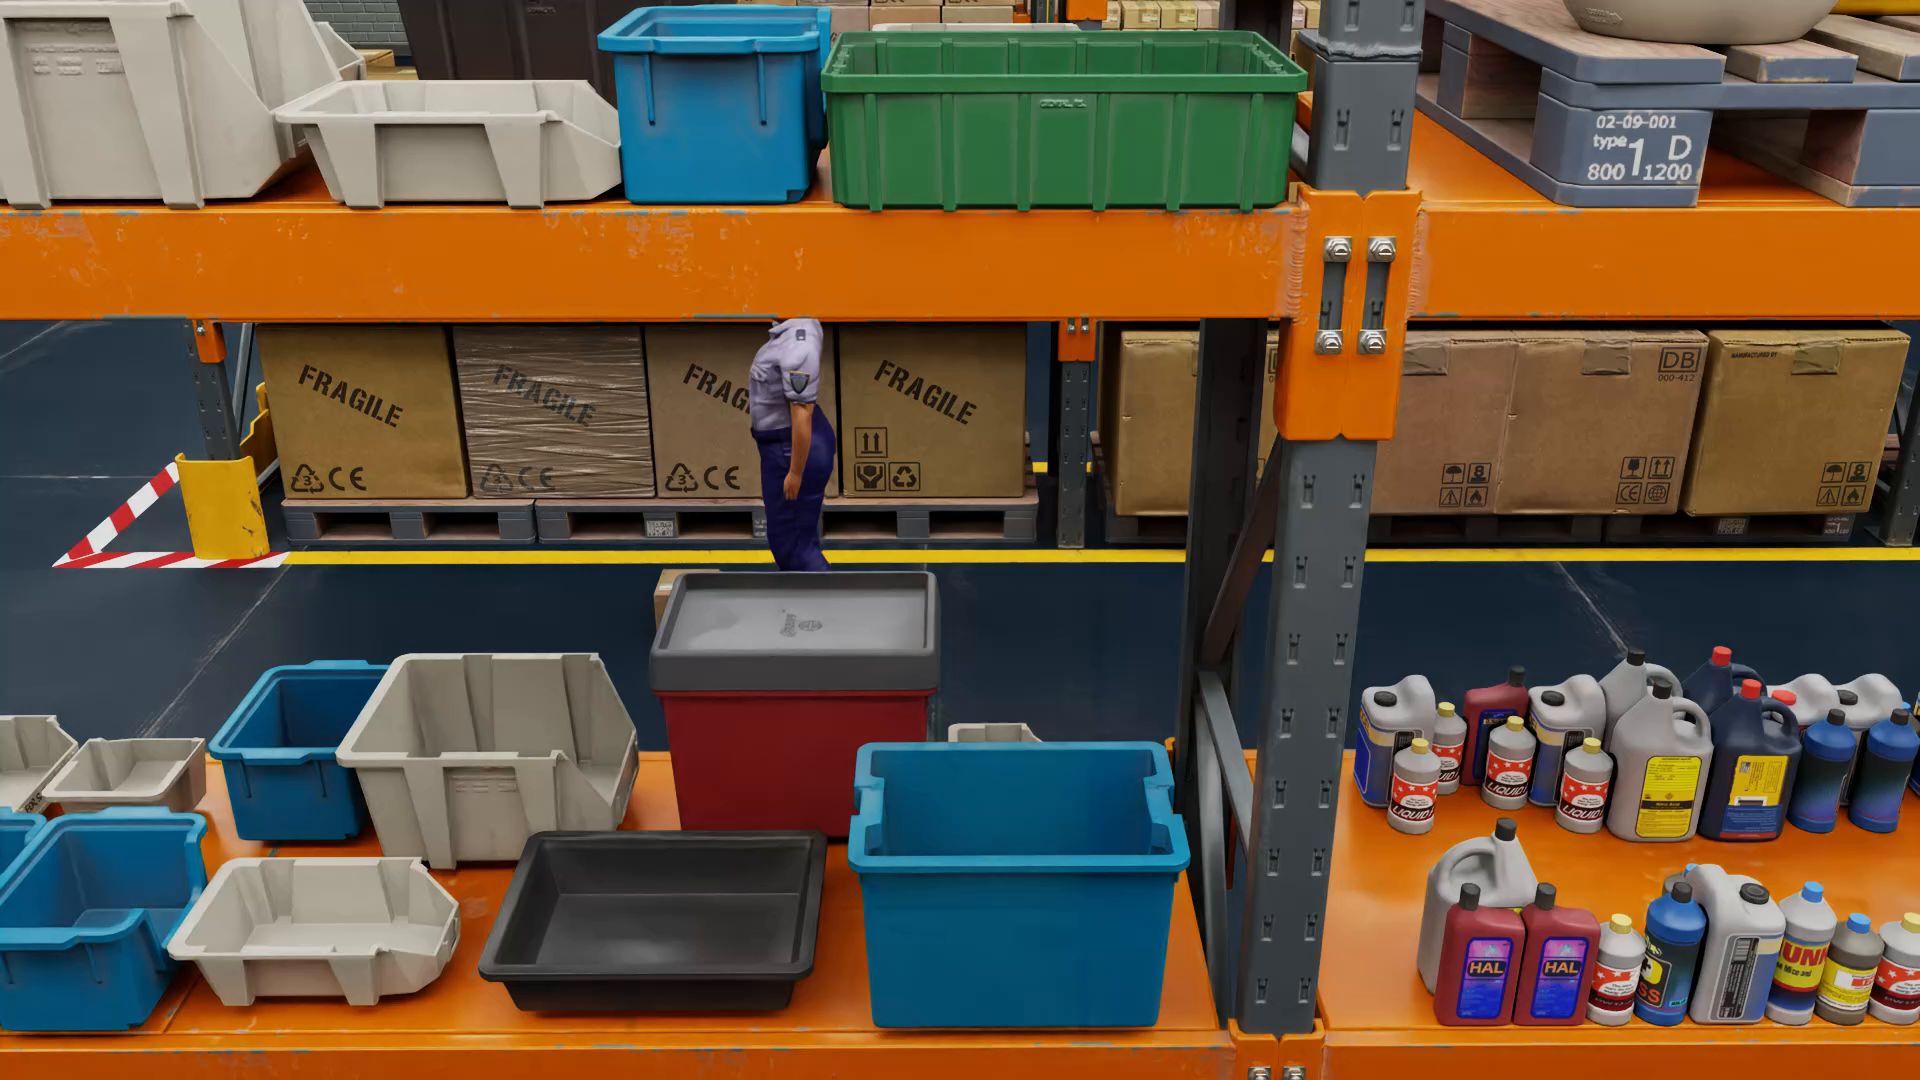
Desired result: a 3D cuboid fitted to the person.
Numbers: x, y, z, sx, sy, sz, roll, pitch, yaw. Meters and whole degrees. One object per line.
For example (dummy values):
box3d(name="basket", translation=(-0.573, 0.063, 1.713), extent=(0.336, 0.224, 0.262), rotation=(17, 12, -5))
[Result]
box3d(name="person", translation=(-0.699, -0.315, 6.897), extent=(0.467, 1.717, 0.492), rotation=(0, 24, 0))
